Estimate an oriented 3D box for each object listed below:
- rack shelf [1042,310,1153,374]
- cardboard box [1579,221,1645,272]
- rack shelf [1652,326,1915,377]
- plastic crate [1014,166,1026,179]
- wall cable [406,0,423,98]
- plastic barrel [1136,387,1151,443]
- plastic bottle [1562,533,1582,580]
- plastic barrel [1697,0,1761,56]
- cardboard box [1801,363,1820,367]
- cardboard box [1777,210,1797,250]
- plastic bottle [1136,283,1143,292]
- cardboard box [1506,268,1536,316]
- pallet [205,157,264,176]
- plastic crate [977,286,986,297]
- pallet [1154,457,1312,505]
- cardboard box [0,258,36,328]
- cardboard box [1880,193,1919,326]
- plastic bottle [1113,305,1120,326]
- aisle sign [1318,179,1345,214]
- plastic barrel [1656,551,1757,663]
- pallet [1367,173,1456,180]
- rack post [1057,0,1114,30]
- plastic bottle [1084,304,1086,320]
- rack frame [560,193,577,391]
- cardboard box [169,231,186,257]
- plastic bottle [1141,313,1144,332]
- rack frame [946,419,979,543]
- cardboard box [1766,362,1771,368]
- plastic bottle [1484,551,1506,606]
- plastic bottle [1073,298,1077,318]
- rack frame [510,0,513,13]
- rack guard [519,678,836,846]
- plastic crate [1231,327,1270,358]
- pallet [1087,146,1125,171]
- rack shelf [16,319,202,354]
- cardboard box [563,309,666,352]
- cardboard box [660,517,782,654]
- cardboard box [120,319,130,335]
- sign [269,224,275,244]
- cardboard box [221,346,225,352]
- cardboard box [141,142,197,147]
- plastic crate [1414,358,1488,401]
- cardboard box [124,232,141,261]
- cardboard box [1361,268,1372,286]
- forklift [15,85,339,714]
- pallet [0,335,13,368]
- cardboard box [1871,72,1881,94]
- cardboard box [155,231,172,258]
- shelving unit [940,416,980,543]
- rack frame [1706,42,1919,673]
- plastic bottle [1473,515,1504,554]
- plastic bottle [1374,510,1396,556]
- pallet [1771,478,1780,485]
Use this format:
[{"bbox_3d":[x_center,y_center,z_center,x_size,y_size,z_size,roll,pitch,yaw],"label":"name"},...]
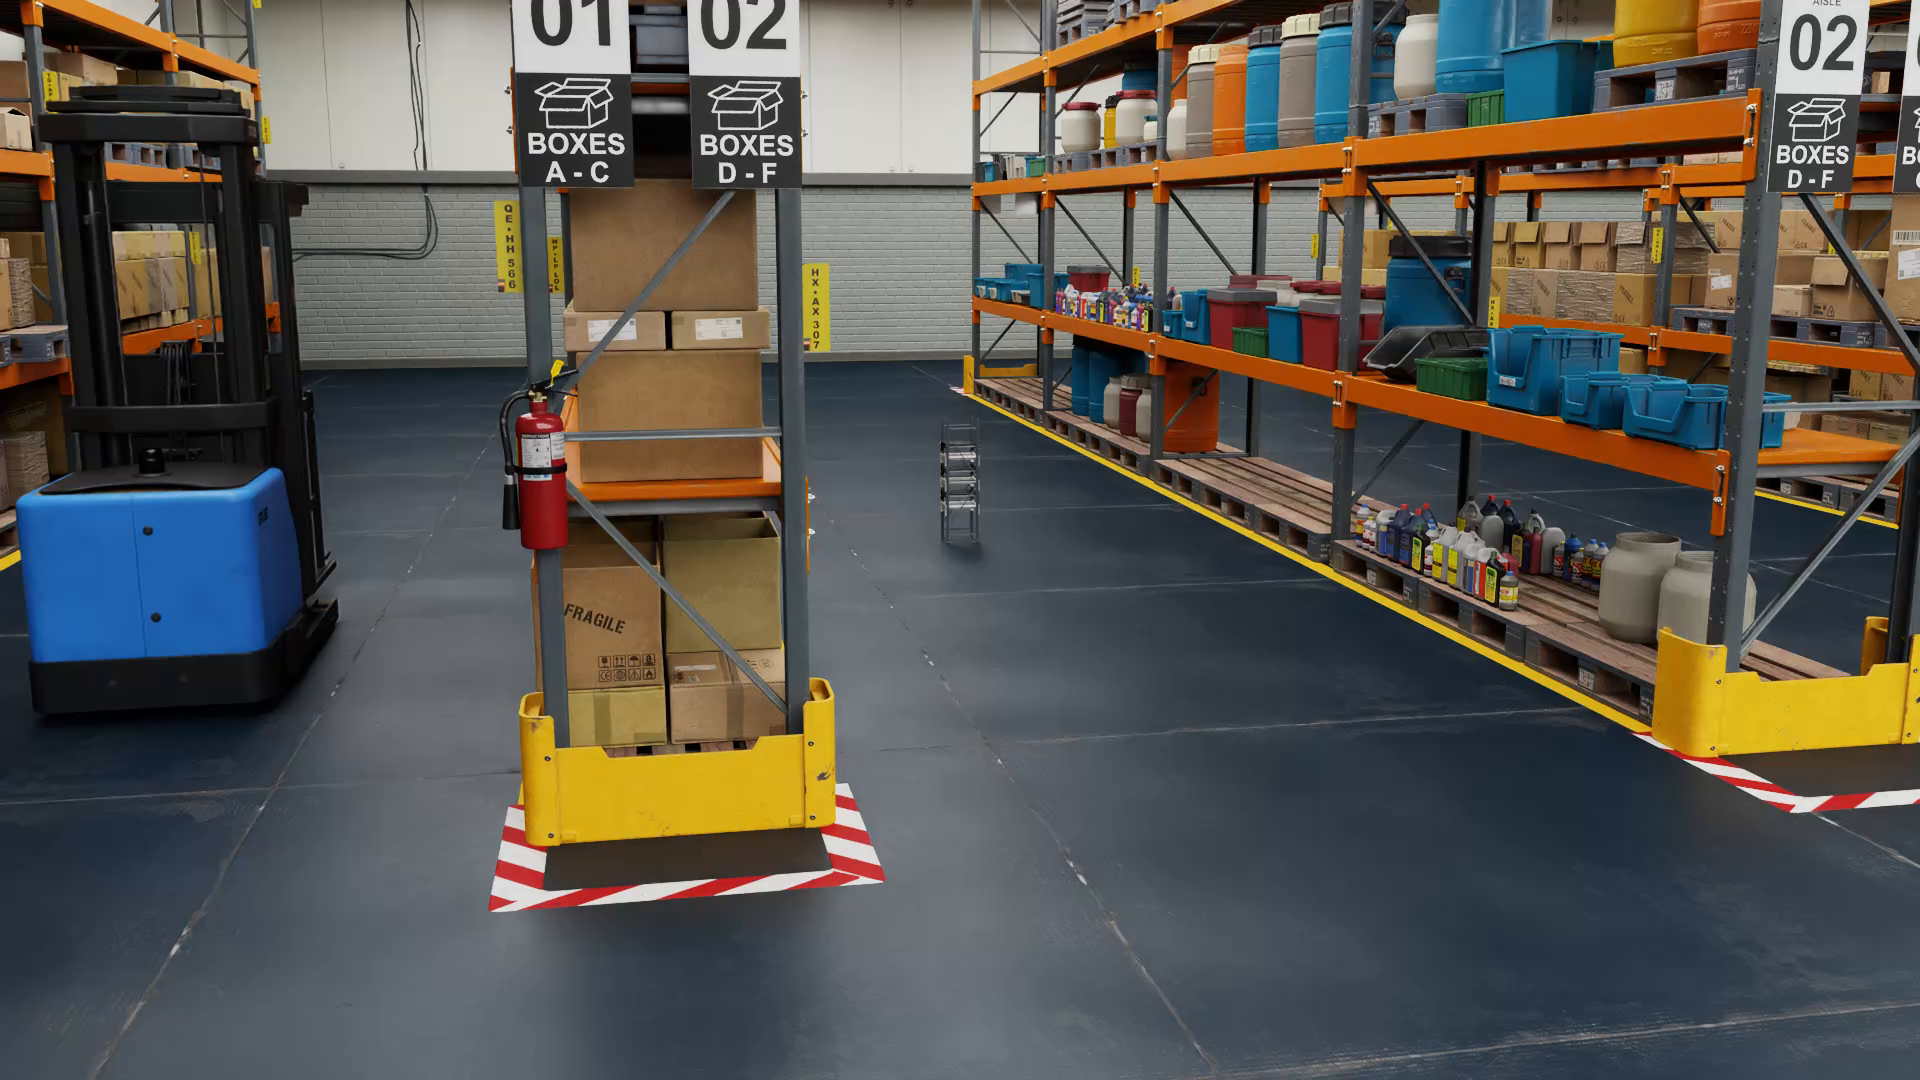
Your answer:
[{"bbox_3d":[1.832,-2.047,16.852,1.077,0.370,4.000,-2,11,-11],"label":"rack shelf"},{"bbox_3d":[6.829,-3.010,17.037,0.797,0.503,0.637,-2,11,-10],"label":"cardboard box"},{"bbox_3d":[7.468,-1.493,13.944,1.077,0.370,4.000,-2,11,-11],"label":"rack shelf"},{"bbox_3d":[0.822,-4.330,19.609,0.293,0.136,0.466,-2,11,-11],"label":"plastic crate"},{"bbox_3d":[-7.149,-8.192,25.966,3.097,2.526,0.112,-2,11,-11],"label":"wall cable"},{"bbox_3d":[1.911,-1.207,16.046,0.421,0.512,0.421,0,11,0],"label":"plastic barrel"},{"bbox_3d":[3.604,0.096,9.791,0.097,0.271,0.097,0,11,0],"label":"plastic bottle"},{"bbox_3d":[3.557,-2.542,7.233,0.600,0.830,0.708,-2,11,-11],"label":"plastic barrel"},{"bbox_3d":[10.861,-2.263,20.973,0.380,0.149,0.250,-2,11,-9],"label":"cardboard box"},{"bbox_3d":[10.723,-3.966,21.276,0.500,0.500,0.500,-2,11,-13],"label":"cardboard box"},{"bbox_3d":[1.942,-2.586,17.893,0.144,0.351,0.185,-2,11,-11],"label":"plastic bottle"},{"bbox_3d":[6.341,-2.719,18.191,0.500,0.500,0.500,-2,11,-12],"label":"cardboard box"},{"bbox_3d":[-8.899,-4.435,19.689,1.003,0.211,1.213,-2,11,-11],"label":"pallet"},{"bbox_3d":[0.371,-3.282,21.960,0.250,0.136,0.298,-2,11,-11],"label":"plastic crate"},{"bbox_3d":[2.333,-0.520,14.364,1.003,0.211,1.213,-2,11,-11],"label":"pallet"},{"bbox_3d":[-7.396,-1.853,12.463,0.700,0.500,0.500,-3,11,-18],"label":"cardboard box"},{"bbox_3d":[7.840,-2.132,12.646,1.000,1.000,1.000,-2,11,-11],"label":"cardboard box"},{"bbox_3d":[1.541,-2.184,16.178,0.097,0.201,0.097,0,11,0],"label":"plastic bottle"},{"bbox_3d":[5.215,-4.960,23.282,0.394,0.787,0.004,-2,11,-11],"label":"aisle sign"},{"bbox_3d":[3.574,0.332,7.962,0.421,0.512,0.421,0,11,0],"label":"plastic barrel"},{"bbox_3d":[5.918,-4.751,21.350,1.003,0.211,1.213,-2,11,-11],"label":"pallet"},{"bbox_3d":[1.576,-5.521,17.340,0.937,0.300,0.954,-2,11,-12],"label":"rack post"},{"bbox_3d":[1.335,-2.379,17.203,0.097,0.201,0.097,0,11,0],"label":"plastic bottle"},{"bbox_3d":[-1.861,-1.120,10.060,1.000,3.000,0.127,-2,11,-11],"label":"rack frame"},{"bbox_3d":[-7.934,-2.904,16.309,0.500,0.250,0.500,-2,11,-10],"label":"cardboard box"},{"bbox_3d":[1.719,-2.016,15.299,0.097,0.201,0.097,0,11,0],"label":"plastic bottle"},{"bbox_3d":[0.018,-0.425,12.022,0.240,0.900,0.006,-2,11,-11],"label":"rack frame"},{"bbox_3d":[10.726,-2.254,21.724,0.380,0.149,0.250,-2,11,-10],"label":"cardboard box"},{"bbox_3d":[2.949,0.210,9.157,0.061,0.283,0.133,-2,11,-10],"label":"plastic bottle"},{"bbox_3d":[1.245,-2.463,17.648,0.097,0.201,0.097,0,11,0],"label":"plastic bottle"},{"bbox_3d":[-1.083,-3.334,5.645,1.000,3.000,0.127,-2,11,-11],"label":"rack frame"},{"bbox_3d":[-1.078,0.846,6.417,1.175,0.500,0.348,-2,11,-11],"label":"rack guard"},{"bbox_3d":[2.383,-1.505,12.647,0.450,0.188,0.662,-2,11,-11],"label":"plastic crate"},{"bbox_3d":[1.914,-3.800,16.620,1.003,0.211,1.213,-2,11,-11],"label":"pallet"},{"bbox_3d":[-7.886,-1.687,14.959,1.077,0.370,4.000,-2,11,-11],"label":"rack shelf"},{"bbox_3d":[-1.344,-0.818,6.468,0.380,0.149,0.250,-2,11,-12],"label":"cardboard box"},{"bbox_3d":[-1.068,0.191,7.394,0.500,0.500,0.500,-2,11,-11],"label":"cardboard box"},{"bbox_3d":[-7.643,-1.909,14.824,0.380,0.149,0.250,-2,11,-11],"label":"cardboard box"},{"bbox_3d":[-8.518,-3.843,20.633,0.100,0.325,0.005,-2,11,-11],"label":"sign"},{"bbox_3d":[-8.565,-2.249,19.817,0.380,0.149,0.250,-2,11,-9],"label":"cardboard box"},{"bbox_3d":[-8.151,-4.198,17.220,0.500,0.250,0.500,-2,11,-11],"label":"cardboard box"},{"bbox_3d":[2.986,-0.936,9.661,0.450,0.188,0.662,-2,11,-11],"label":"plastic crate"},{"bbox_3d":[-7.645,-2.623,14.832,0.500,0.250,0.500,-2,11,-12],"label":"cardboard box"},{"bbox_3d":[5.553,-3.468,22.000,0.500,0.250,0.500,-2,11,-13],"label":"cardboard box"},{"bbox_3d":[-4.066,-0.866,8.906,1.130,2.935,3.031,-2,11,-12],"label":"forklift"},{"bbox_3d":[-7.072,-1.217,11.083,1.003,0.211,1.213,-2,11,-11],"label":"pallet"},{"bbox_3d":[7.609,-3.718,14.083,0.500,0.500,0.500,-2,11,-10],"label":"cardboard box"},{"bbox_3d":[-7.844,-2.810,15.814,0.500,0.250,0.500,-2,11,-10],"label":"cardboard box"},{"bbox_3d":[-0.002,-0.444,12.120,0.258,0.900,0.210,-2,11,-11],"label":"shelving unit"},{"bbox_3d":[3.776,-0.566,7.149,1.000,3.000,0.127,-2,11,-11],"label":"rack frame"},{"bbox_3d":[3.303,-0.025,10.414,0.152,0.276,0.135,-2,11,-11],"label":"plastic bottle"},{"bbox_3d":[2.720,-0.045,10.520,0.152,0.276,0.135,-2,11,-9],"label":"plastic bottle"},{"bbox_3d":[7.229,-0.700,15.311,1.003,0.211,1.213,-2,11,-11],"label":"pallet"}]
